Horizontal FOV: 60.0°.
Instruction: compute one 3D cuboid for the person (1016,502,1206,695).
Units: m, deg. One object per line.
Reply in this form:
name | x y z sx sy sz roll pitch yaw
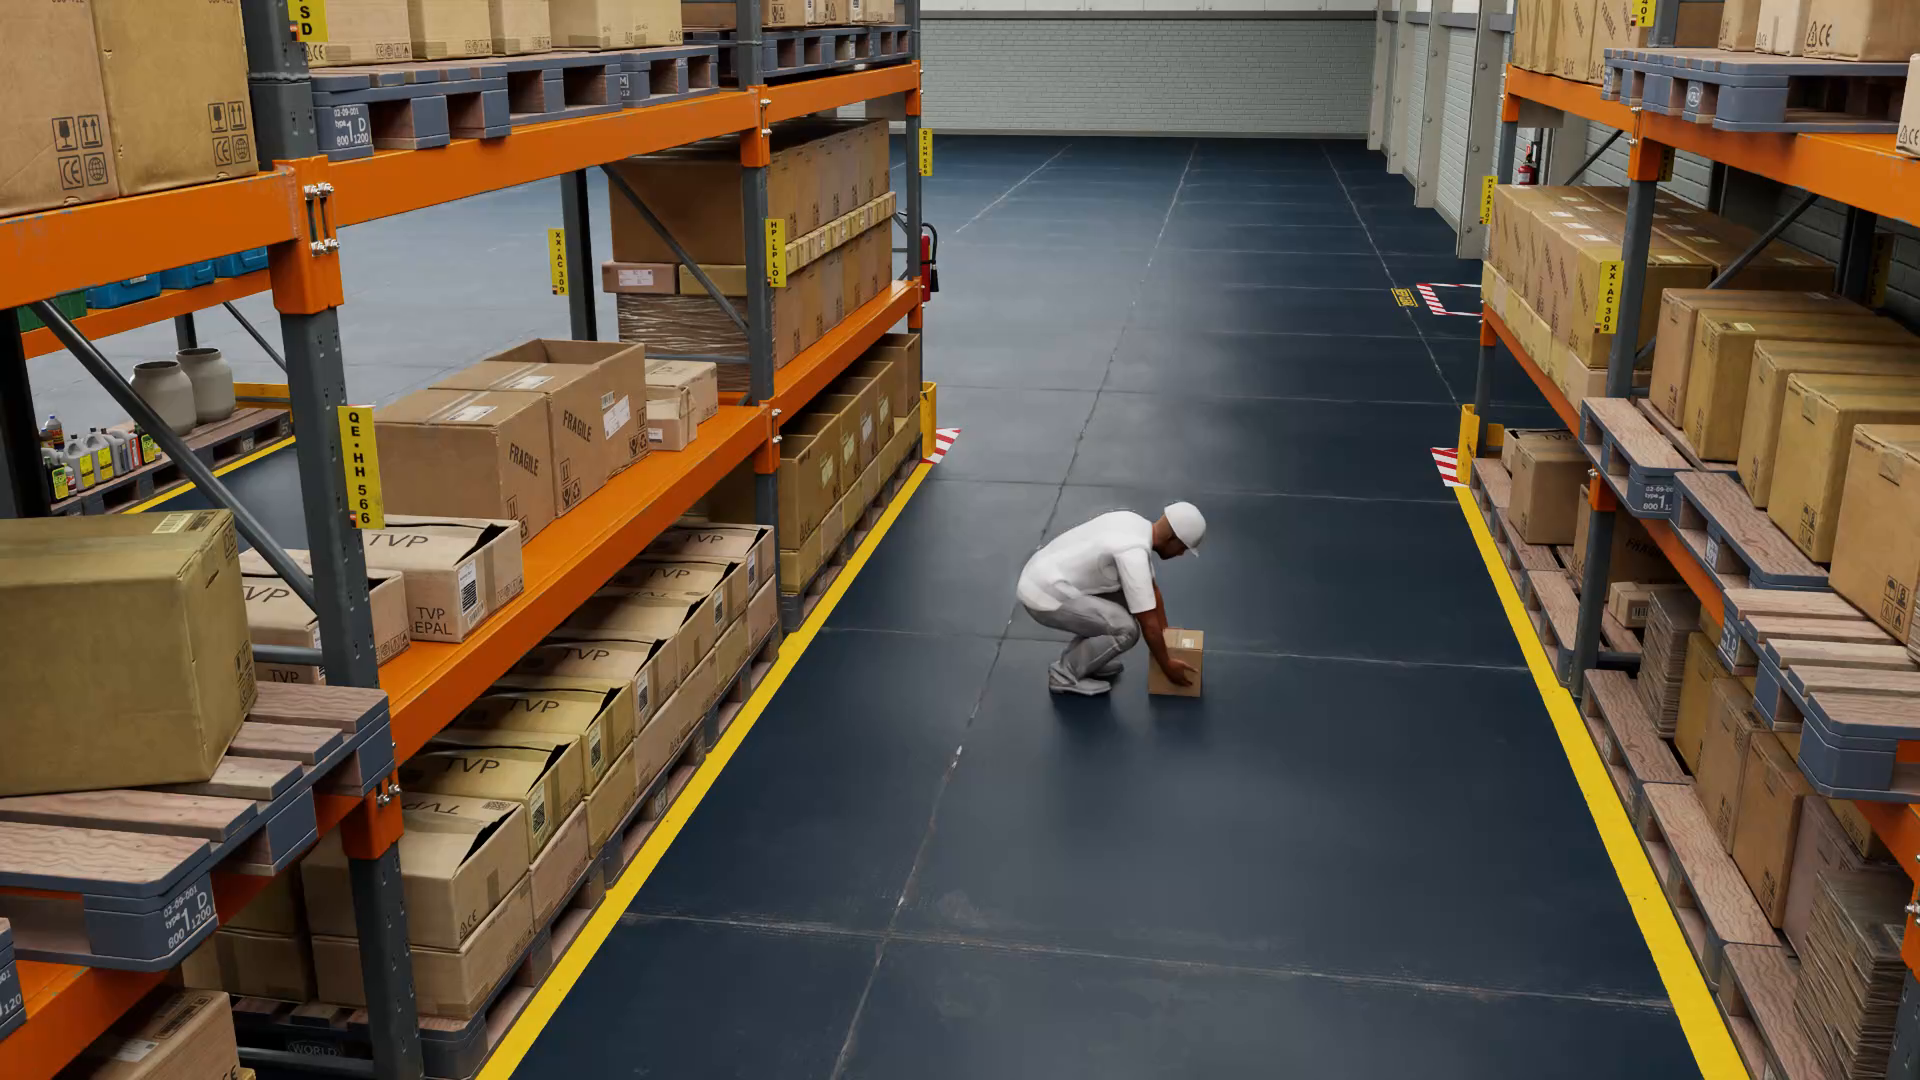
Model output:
person | 0.730 0.255 8.105 0.896 0.927 0.570 3 18 9
